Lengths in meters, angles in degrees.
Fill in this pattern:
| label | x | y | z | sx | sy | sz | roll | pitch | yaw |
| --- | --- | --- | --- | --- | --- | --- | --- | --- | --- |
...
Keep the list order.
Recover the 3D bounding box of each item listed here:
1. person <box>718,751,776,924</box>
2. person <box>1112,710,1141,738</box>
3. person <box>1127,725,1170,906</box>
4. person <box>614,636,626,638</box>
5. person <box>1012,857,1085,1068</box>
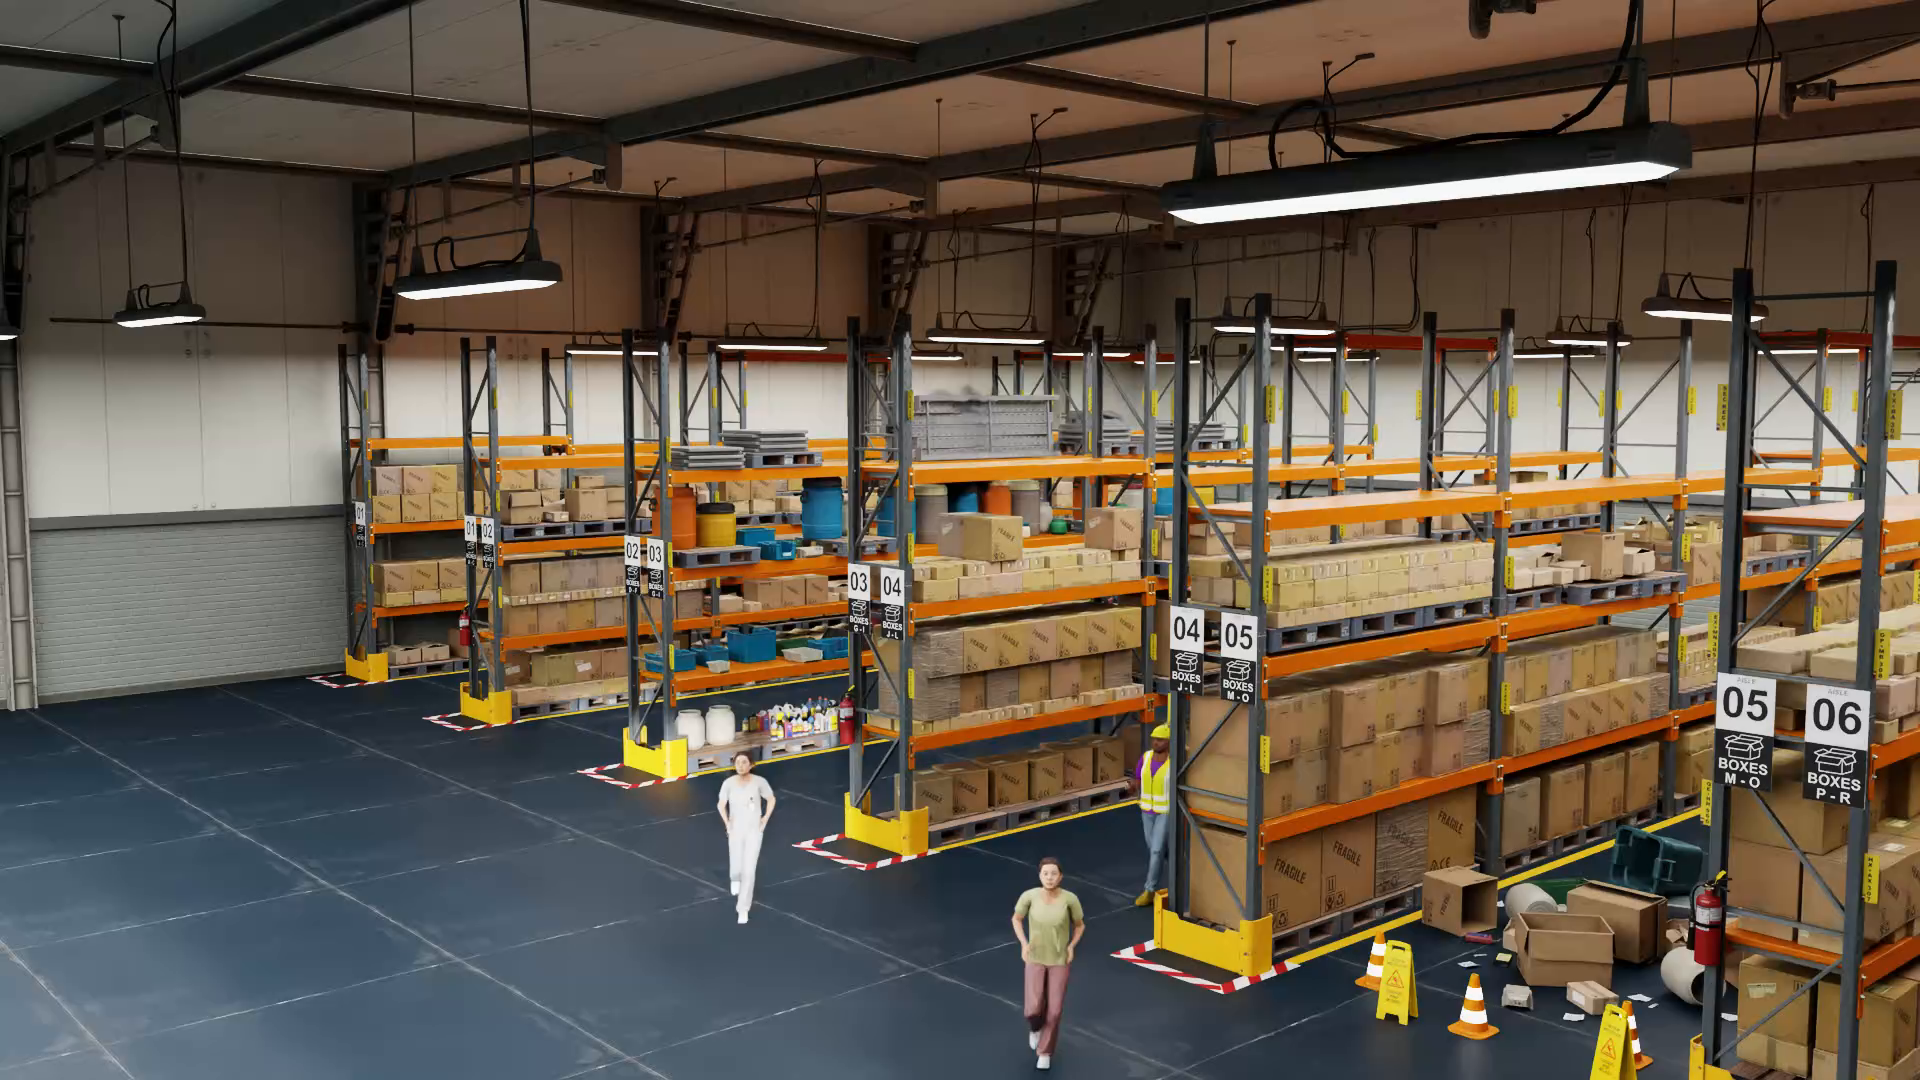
| label | x | y | z | sx | sy | sz | roll | pitch | yaw |
| --- | --- | --- | --- | --- | --- | --- | --- | --- | --- |
| person | -2.106 | 2.888 | 16.462 | 0.572 | 1.654 | 0.734 | 0 | 5 | -2 |
| person | 2.401 | 2.200 | 23.995 | 0.536 | 1.586 | 0.893 | 4 | 7 | 39 |
| person | 2.050 | 2.761 | 16.948 | 0.700 | 1.762 | 0.957 | 4 | 7 | 40 |
| person | -6.071 | 1.665 | 29.602 | 0.660 | 1.699 | 0.697 | 4 | 7 | 38 |
| person | 0.675 | 3.215 | 12.702 | 0.559 | 1.624 | 0.533 | 0 | 5 | 3 |
